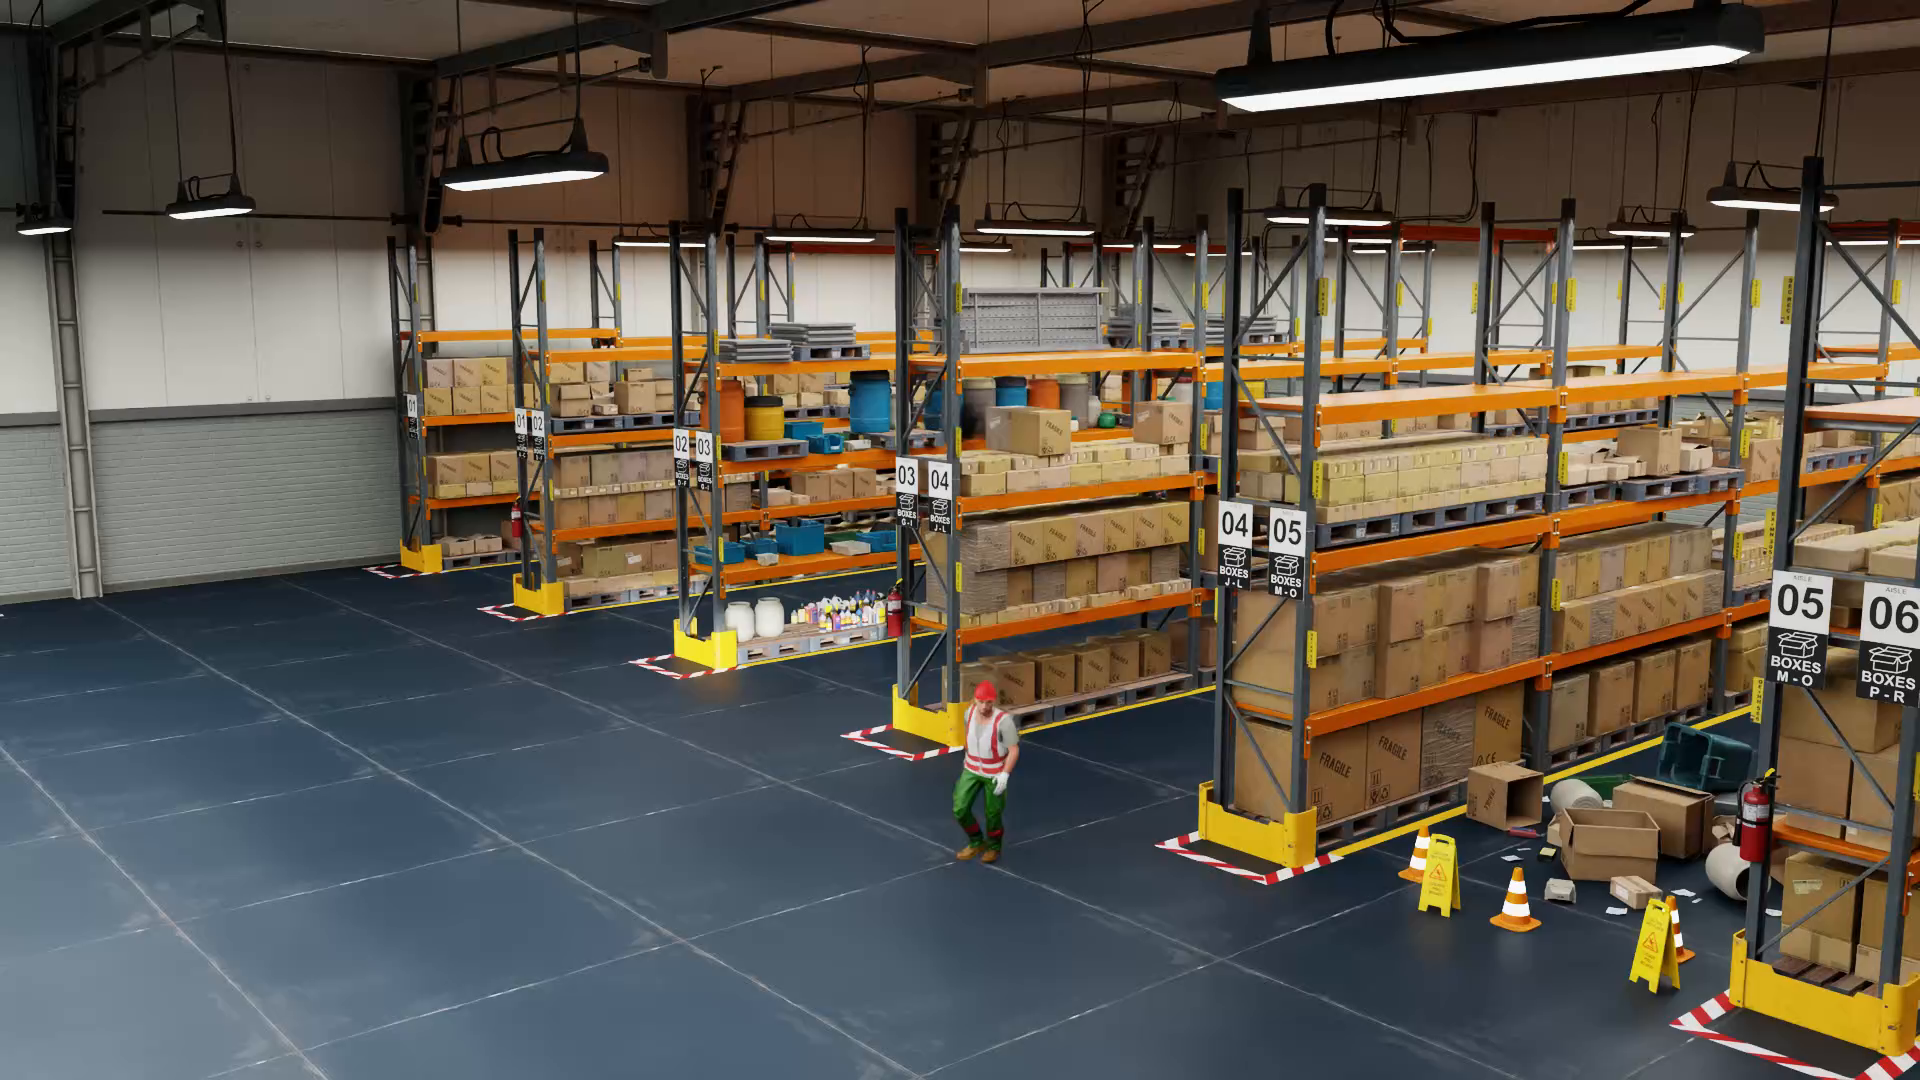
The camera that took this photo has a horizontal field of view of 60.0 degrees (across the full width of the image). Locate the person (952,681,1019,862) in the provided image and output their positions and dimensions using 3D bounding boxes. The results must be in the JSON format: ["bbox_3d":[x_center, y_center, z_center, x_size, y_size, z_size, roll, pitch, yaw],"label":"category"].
[{"bbox_3d":[0.242,2.059,14.690,0.638,1.726,0.747,3,9,21],"label":"person"}]

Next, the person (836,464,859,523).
[{"bbox_3d":[-2.241,-0.764,33.299,0.652,1.663,0.784,6,11,35],"label":"person"}]
